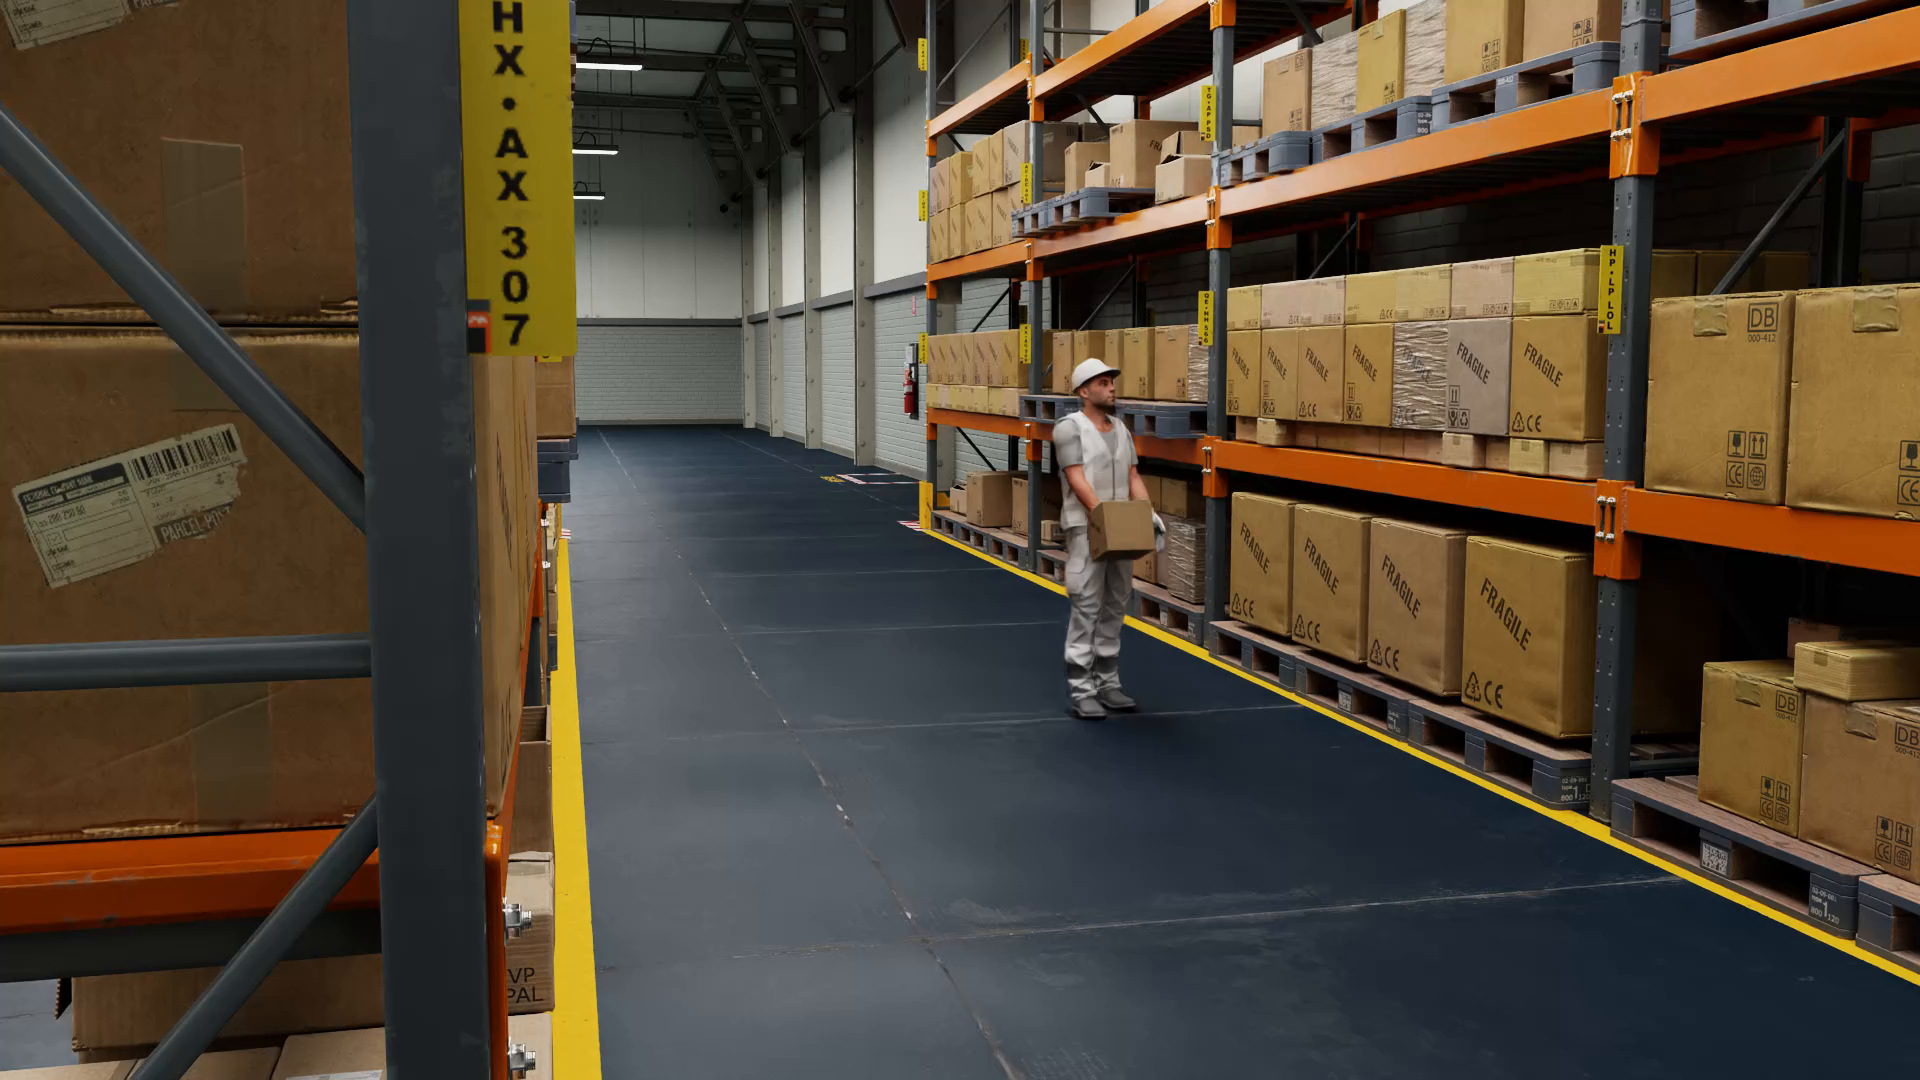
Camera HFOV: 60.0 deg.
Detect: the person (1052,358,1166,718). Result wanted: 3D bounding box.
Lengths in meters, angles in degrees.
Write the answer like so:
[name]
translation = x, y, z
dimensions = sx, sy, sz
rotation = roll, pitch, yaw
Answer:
[person]
translation = 0.745, -0.023, 8.465
dimensions = 0.558, 1.794, 0.528
rotation = -5, 8, -40
